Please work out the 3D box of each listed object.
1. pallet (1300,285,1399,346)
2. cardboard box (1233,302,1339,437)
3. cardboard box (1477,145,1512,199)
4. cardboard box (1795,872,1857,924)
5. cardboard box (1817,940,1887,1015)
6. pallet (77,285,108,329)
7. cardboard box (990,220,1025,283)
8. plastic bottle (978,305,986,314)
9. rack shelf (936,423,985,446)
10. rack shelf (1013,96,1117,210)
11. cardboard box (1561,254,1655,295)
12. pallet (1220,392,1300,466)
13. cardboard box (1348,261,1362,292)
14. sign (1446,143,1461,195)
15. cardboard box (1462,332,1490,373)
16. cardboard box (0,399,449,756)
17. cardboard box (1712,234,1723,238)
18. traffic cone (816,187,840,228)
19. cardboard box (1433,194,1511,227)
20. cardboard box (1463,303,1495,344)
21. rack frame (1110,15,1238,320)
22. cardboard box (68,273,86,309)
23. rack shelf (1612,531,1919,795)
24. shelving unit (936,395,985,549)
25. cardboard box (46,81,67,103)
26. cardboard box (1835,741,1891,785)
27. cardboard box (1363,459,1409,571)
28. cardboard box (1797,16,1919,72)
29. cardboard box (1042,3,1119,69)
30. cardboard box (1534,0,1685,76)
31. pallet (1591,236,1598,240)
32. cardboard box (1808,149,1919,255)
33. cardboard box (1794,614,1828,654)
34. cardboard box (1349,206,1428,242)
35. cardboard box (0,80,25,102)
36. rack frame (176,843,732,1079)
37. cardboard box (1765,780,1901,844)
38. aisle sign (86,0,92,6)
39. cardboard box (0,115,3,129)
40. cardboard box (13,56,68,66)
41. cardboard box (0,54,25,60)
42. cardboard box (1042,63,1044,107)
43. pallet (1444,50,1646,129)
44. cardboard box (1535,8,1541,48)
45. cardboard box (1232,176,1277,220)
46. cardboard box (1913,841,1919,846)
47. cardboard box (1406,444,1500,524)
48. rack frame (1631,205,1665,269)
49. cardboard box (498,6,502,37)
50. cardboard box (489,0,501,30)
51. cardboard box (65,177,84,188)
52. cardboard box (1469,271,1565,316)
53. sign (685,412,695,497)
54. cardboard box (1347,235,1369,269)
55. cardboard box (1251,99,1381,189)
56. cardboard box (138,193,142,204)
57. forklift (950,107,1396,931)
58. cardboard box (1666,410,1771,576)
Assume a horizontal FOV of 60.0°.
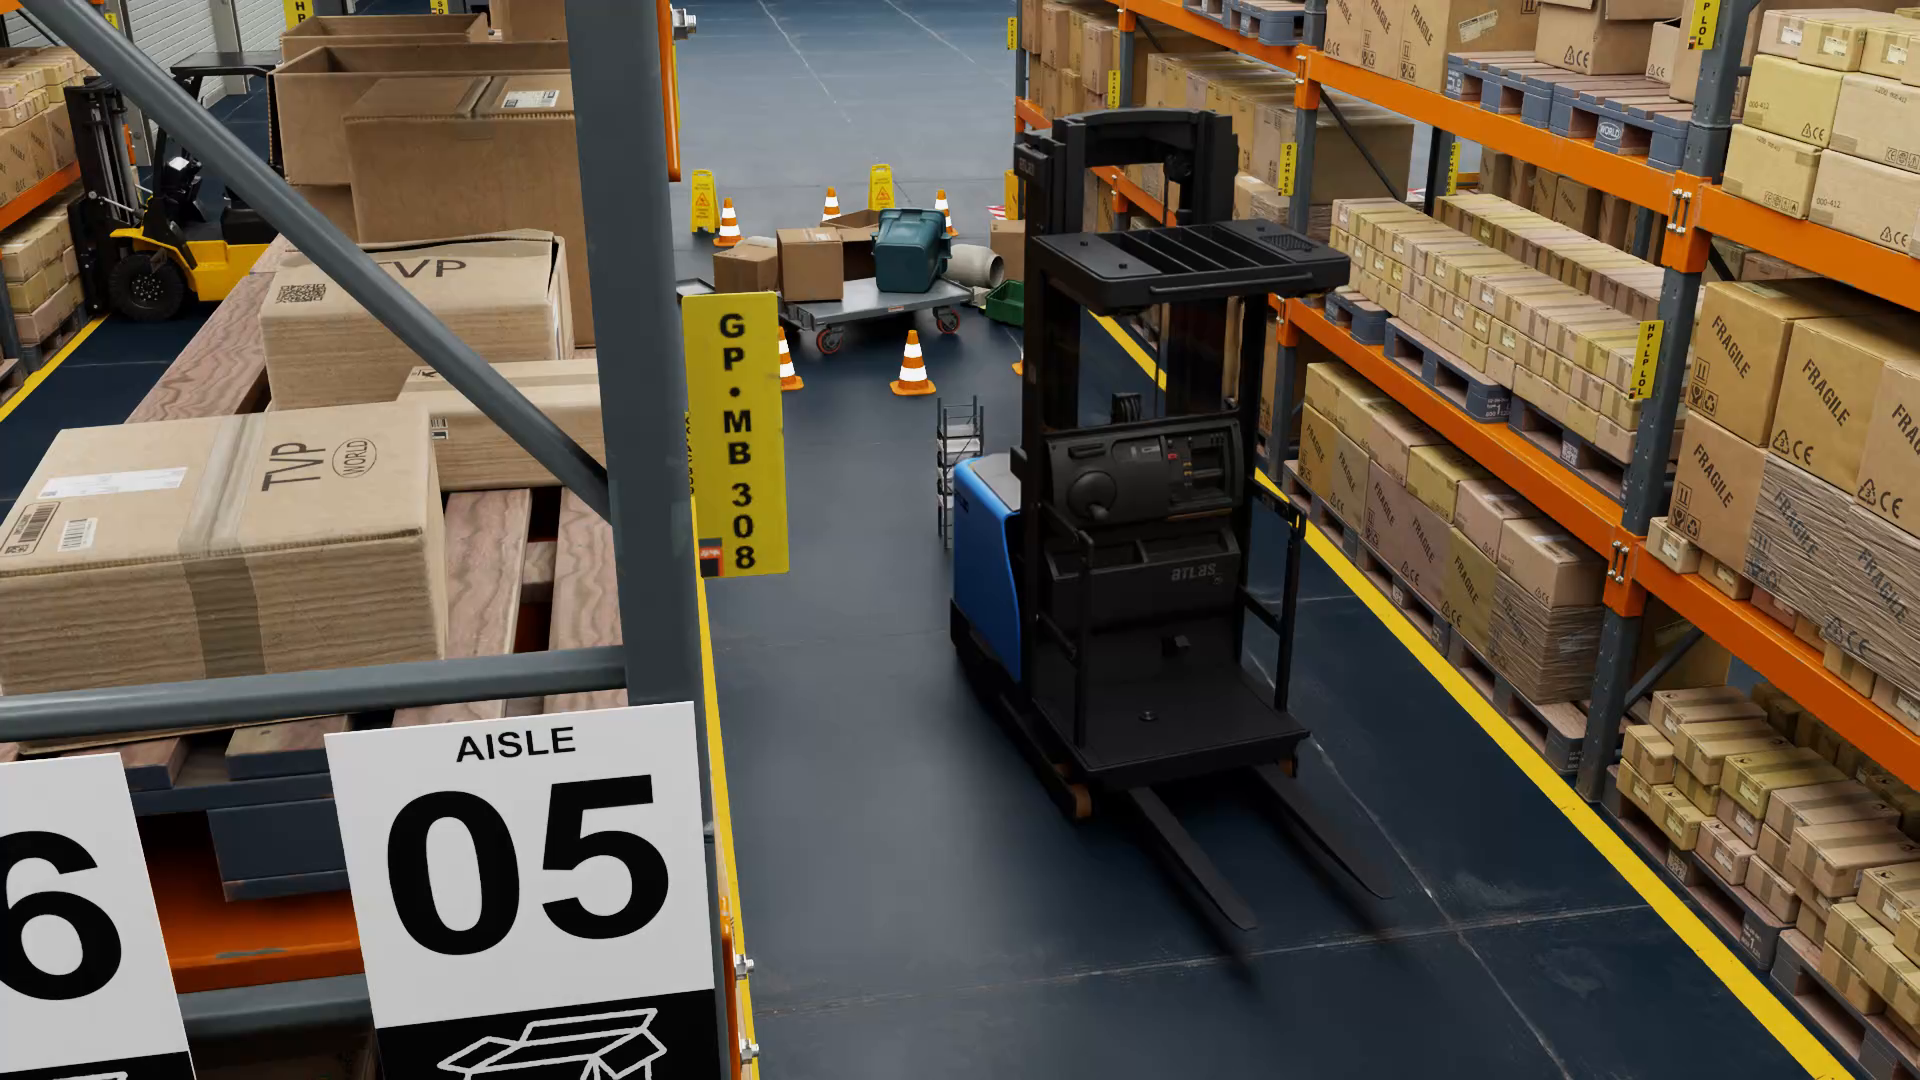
[{"bbox_3d":[2.814,-1.452,10.066,1.213,0.211,1.003,-4,24,-10],"label":"pallet"},{"bbox_3d":[2.553,-1.220,11.581,1.050,0.750,0.750,-5,24,-10],"label":"cardboard box"},{"bbox_3d":[6.090,-4.086,18.457,0.500,0.500,0.500,0,24,0],"label":"cardboard box"},{"bbox_3d":[3.360,1.308,6.174,0.380,0.149,0.250,-3,24,-7],"label":"cardboard box"},{"bbox_3d":[3.348,1.550,5.991,0.380,0.149,0.250,-5,24,-11],"label":"cardboard box"},{"bbox_3d":[-8.221,-2.130,14.862,1.003,0.211,1.213,-4,24,-10],"label":"pallet"},{"bbox_3d":[0.542,-2.776,15.978,0.500,0.500,0.500,0,24,-1],"label":"cardboard box"},{"bbox_3d":[0.303,-2.036,14.835,0.133,0.061,0.283,-19,30,-37],"label":"plastic bottle"},{"bbox_3d":[0.001,-0.626,9.968,0.258,0.077,0.200,-4,24,-10],"label":"rack shelf"},{"bbox_3d":[1.468,-3.842,16.199,1.077,0.370,4.000,-4,24,-10],"label":"rack shelf"},{"bbox_3d":[3.403,-1.392,8.735,0.380,0.149,0.250,-4,24,-8],"label":"cardboard box"},{"bbox_3d":[2.506,-0.850,11.932,1.003,0.211,1.213,-4,24,-10],"label":"pallet"},{"bbox_3d":[2.511,-1.593,9.939,0.380,0.149,0.250,-3,24,-7],"label":"cardboard box"},{"bbox_3d":[3.109,-2.350,10.536,0.100,0.325,0.005,-4,24,-10],"label":"sign"},{"bbox_3d":[2.805,-0.970,8.512,0.380,0.149,0.250,-3,24,-7],"label":"cardboard box"},{"bbox_3d":[-0.961,0.026,2.232,0.500,0.250,0.500,-7,24,-15],"label":"cardboard box"},{"bbox_3d":[6.823,-2.526,14.859,0.700,0.500,0.500,-6,24,-14],"label":"cardboard box"},{"bbox_3d":[-1.373,-3.532,17.760,0.336,0.463,0.334,-4,24,-10],"label":"traffic cone"},{"bbox_3d":[3.118,-2.003,10.135,0.380,0.149,0.250,-5,24,-12],"label":"cardboard box"},{"bbox_3d":[2.802,-1.113,8.467,0.380,0.149,0.250,-4,24,-10],"label":"cardboard box"},{"bbox_3d":[1.838,-3.385,14.254,1.000,3.000,0.127,-4,24,-10],"label":"rack frame"},{"bbox_3d":[-7.869,-2.157,14.352,0.500,0.250,0.500,-4,24,-9],"label":"cardboard box"},{"bbox_3d":[3.687,0.878,5.392,1.077,0.370,4.000,-4,24,-10],"label":"rack shelf"},{"bbox_3d":[0.001,-0.409,10.063,0.258,0.900,0.210,-4,24,-10],"label":"shelving unit"},{"bbox_3d":[-8.025,-3.909,14.516,0.380,0.149,0.250,-4,24,-9],"label":"cardboard box"},{"bbox_3d":[3.778,0.918,6.694,0.380,0.149,0.250,-5,24,-10],"label":"cardboard box"},{"bbox_3d":[2.653,-0.163,9.474,0.500,0.500,0.500,-5,24,-11],"label":"cardboard box"},{"bbox_3d":[3.150,-1.715,5.745,0.380,0.149,0.250,-5,24,-12],"label":"cardboard box"},{"bbox_3d":[1.291,-4.934,16.262,0.875,0.550,0.550,-4,24,-10],"label":"cardboard box"},{"bbox_3d":[3.160,-2.470,7.757,0.797,0.503,0.637,-5,24,-10],"label":"cardboard box"},{"bbox_3d":[6.343,-3.177,17.261,1.003,0.211,1.213,-4,24,-10],"label":"pallet"},{"bbox_3d":[3.245,-1.147,5.567,0.500,0.250,0.500,-5,24,-11],"label":"cardboard box"},{"bbox_3d":[3.314,0.316,6.092,0.380,0.149,0.250,-5,24,-12],"label":"cardboard box"},{"bbox_3d":[2.525,-1.860,9.808,0.380,0.149,0.250,-5,24,-11],"label":"cardboard box"},{"bbox_3d":[-7.867,-3.642,13.534,0.380,0.149,0.250,-5,24,-11],"label":"cardboard box"},{"bbox_3d":[-0.789,1.741,2.517,1.000,3.000,0.127,-4,24,-10],"label":"rack frame"},{"bbox_3d":[3.336,1.063,6.363,0.380,0.149,0.250,-5,24,-11],"label":"cardboard box"},{"bbox_3d":[-8.349,-5.423,15.671,0.394,0.787,0.004,-4,24,-10],"label":"aisle sign"},{"bbox_3d":[-7.811,-3.301,13.124,0.380,0.149,0.250,-4,24,-10],"label":"cardboard box"},{"bbox_3d":[-8.228,-4.239,14.901,0.380,0.149,0.250,-4,24,-9],"label":"cardboard box"},{"bbox_3d":[-8.695,-4.307,15.057,0.380,0.149,0.250,-4,24,-9],"label":"cardboard box"},{"bbox_3d":[1.334,-4.670,17.008,0.875,0.550,0.550,-4,24,-10],"label":"cardboard box"},{"bbox_3d":[3.113,-2.186,7.994,1.213,0.211,1.003,-4,24,-10],"label":"pallet"},{"bbox_3d":[3.126,-2.634,8.661,0.500,0.500,0.500,-4,24,-10],"label":"cardboard box"},{"bbox_3d":[2.139,-2.212,11.441,0.500,0.500,0.500,-4,24,-10],"label":"cardboard box"},{"bbox_3d":[3.833,1.254,6.298,0.380,0.149,0.250,-4,24,-8],"label":"cardboard box"},{"bbox_3d":[2.737,-0.314,8.882,0.500,0.250,0.500,-5,24,-12],"label":"cardboard box"},{"bbox_3d":[6.731,-3.713,15.003,1.000,3.000,0.127,-4,24,-10],"label":"rack frame"},{"bbox_3d":[-2.051,-2.883,8.703,0.797,0.503,0.637,-6,24,-13],"label":"cardboard box"},{"bbox_3d":[-2.434,-3.200,9.957,0.700,0.500,0.500,-4,24,-10],"label":"cardboard box"},{"bbox_3d":[-8.134,-3.216,15.527,0.500,0.250,0.500,-4,24,-9],"label":"cardboard box"},{"bbox_3d":[2.811,-1.245,8.399,0.380,0.149,0.250,-5,24,-12],"label":"cardboard box"},{"bbox_3d":[-0.984,-0.307,6.025,0.100,0.325,0.005,-4,24,-10],"label":"sign"},{"bbox_3d":[2.522,-1.714,9.845,0.380,0.149,0.250,-3,24,-7],"label":"cardboard box"},{"bbox_3d":[2.409,-2.692,11.293,0.700,0.500,0.500,-5,24,-11],"label":"cardboard box"},{"bbox_3d":[-8.228,-3.177,16.063,0.500,0.250,0.500,-5,24,-10],"label":"cardboard box"},{"bbox_3d":[0.905,-0.277,7.222,1.130,2.935,3.031,-8,25,-17],"label":"forklift"},{"bbox_3d":[3.161,-0.207,6.481,0.500,0.500,0.500,-5,24,-11],"label":"cardboard box"}]
